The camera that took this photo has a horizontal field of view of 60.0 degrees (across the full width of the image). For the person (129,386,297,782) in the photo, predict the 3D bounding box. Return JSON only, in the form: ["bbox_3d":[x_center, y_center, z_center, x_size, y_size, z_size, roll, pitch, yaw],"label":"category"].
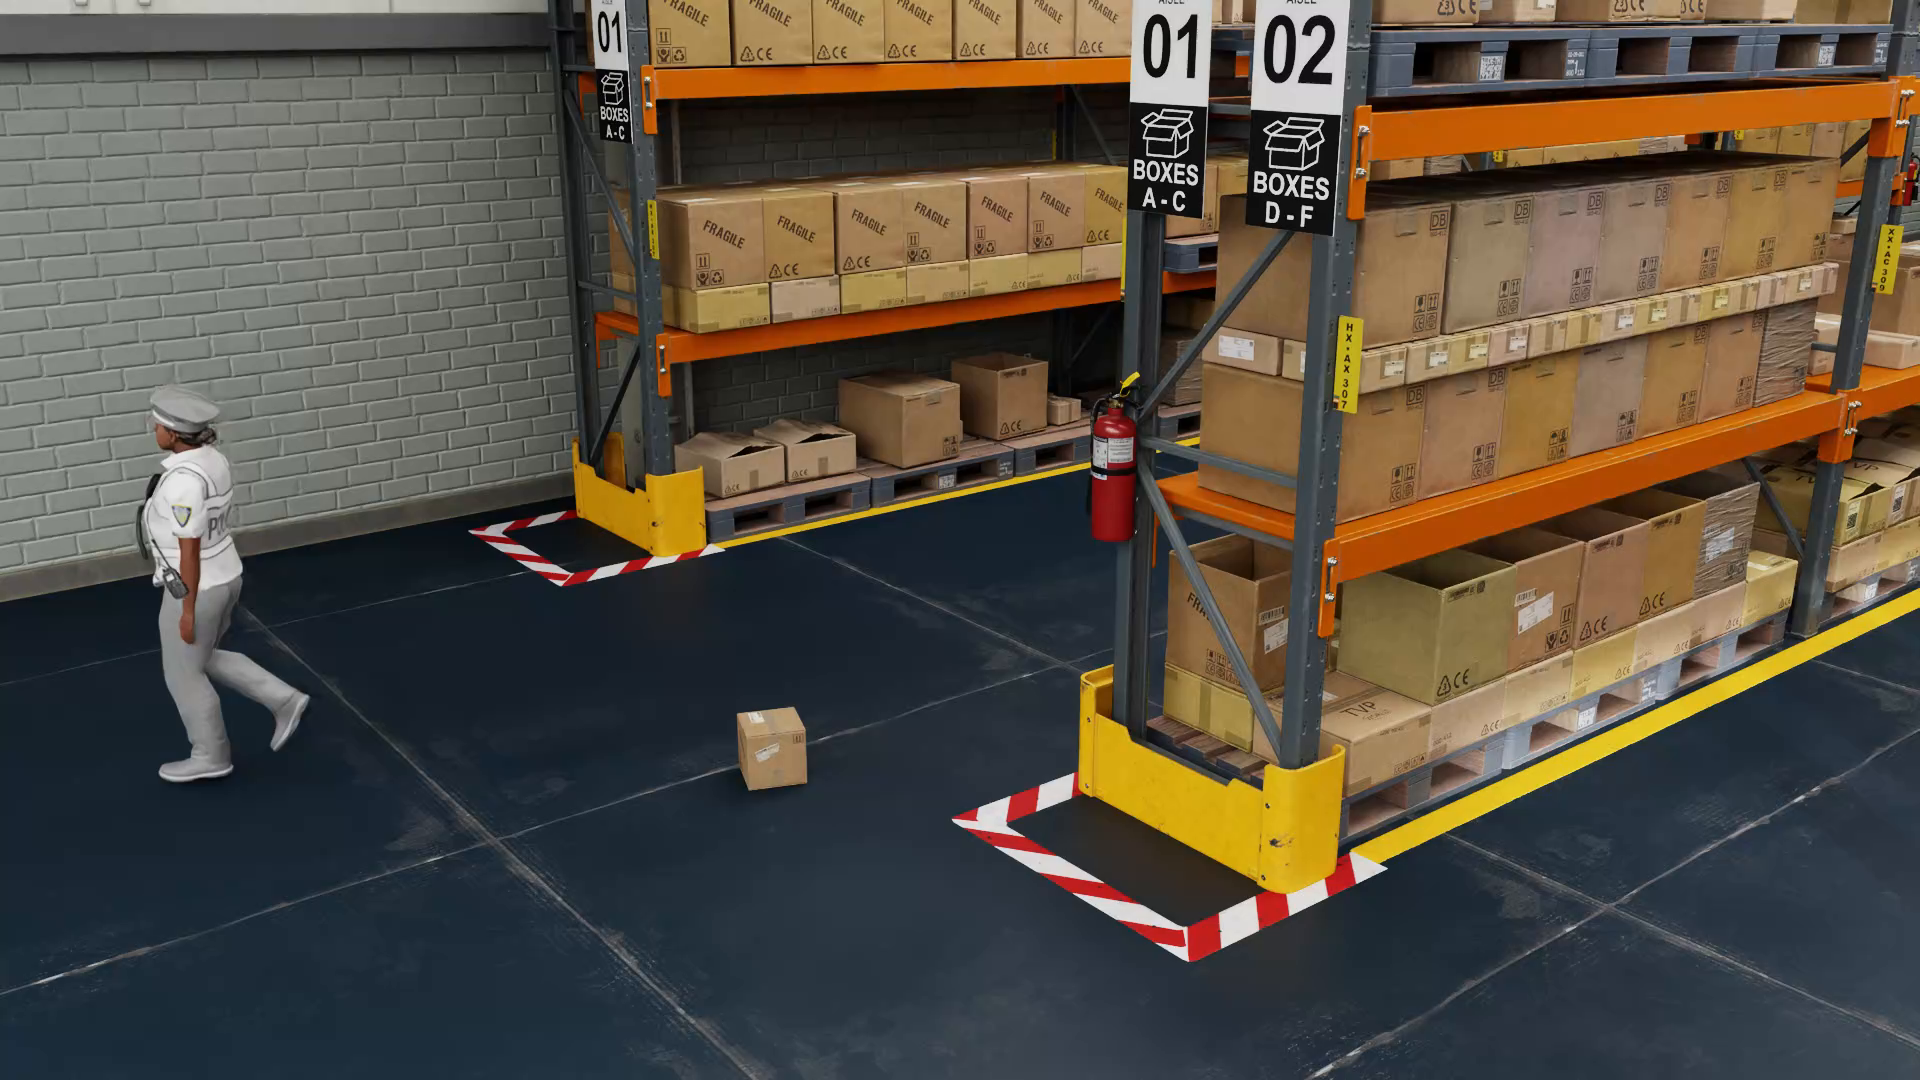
[{"bbox_3d":[-3.132,0.184,6.858,0.522,1.677,0.450,-2,18,-6],"label":"person"}]
